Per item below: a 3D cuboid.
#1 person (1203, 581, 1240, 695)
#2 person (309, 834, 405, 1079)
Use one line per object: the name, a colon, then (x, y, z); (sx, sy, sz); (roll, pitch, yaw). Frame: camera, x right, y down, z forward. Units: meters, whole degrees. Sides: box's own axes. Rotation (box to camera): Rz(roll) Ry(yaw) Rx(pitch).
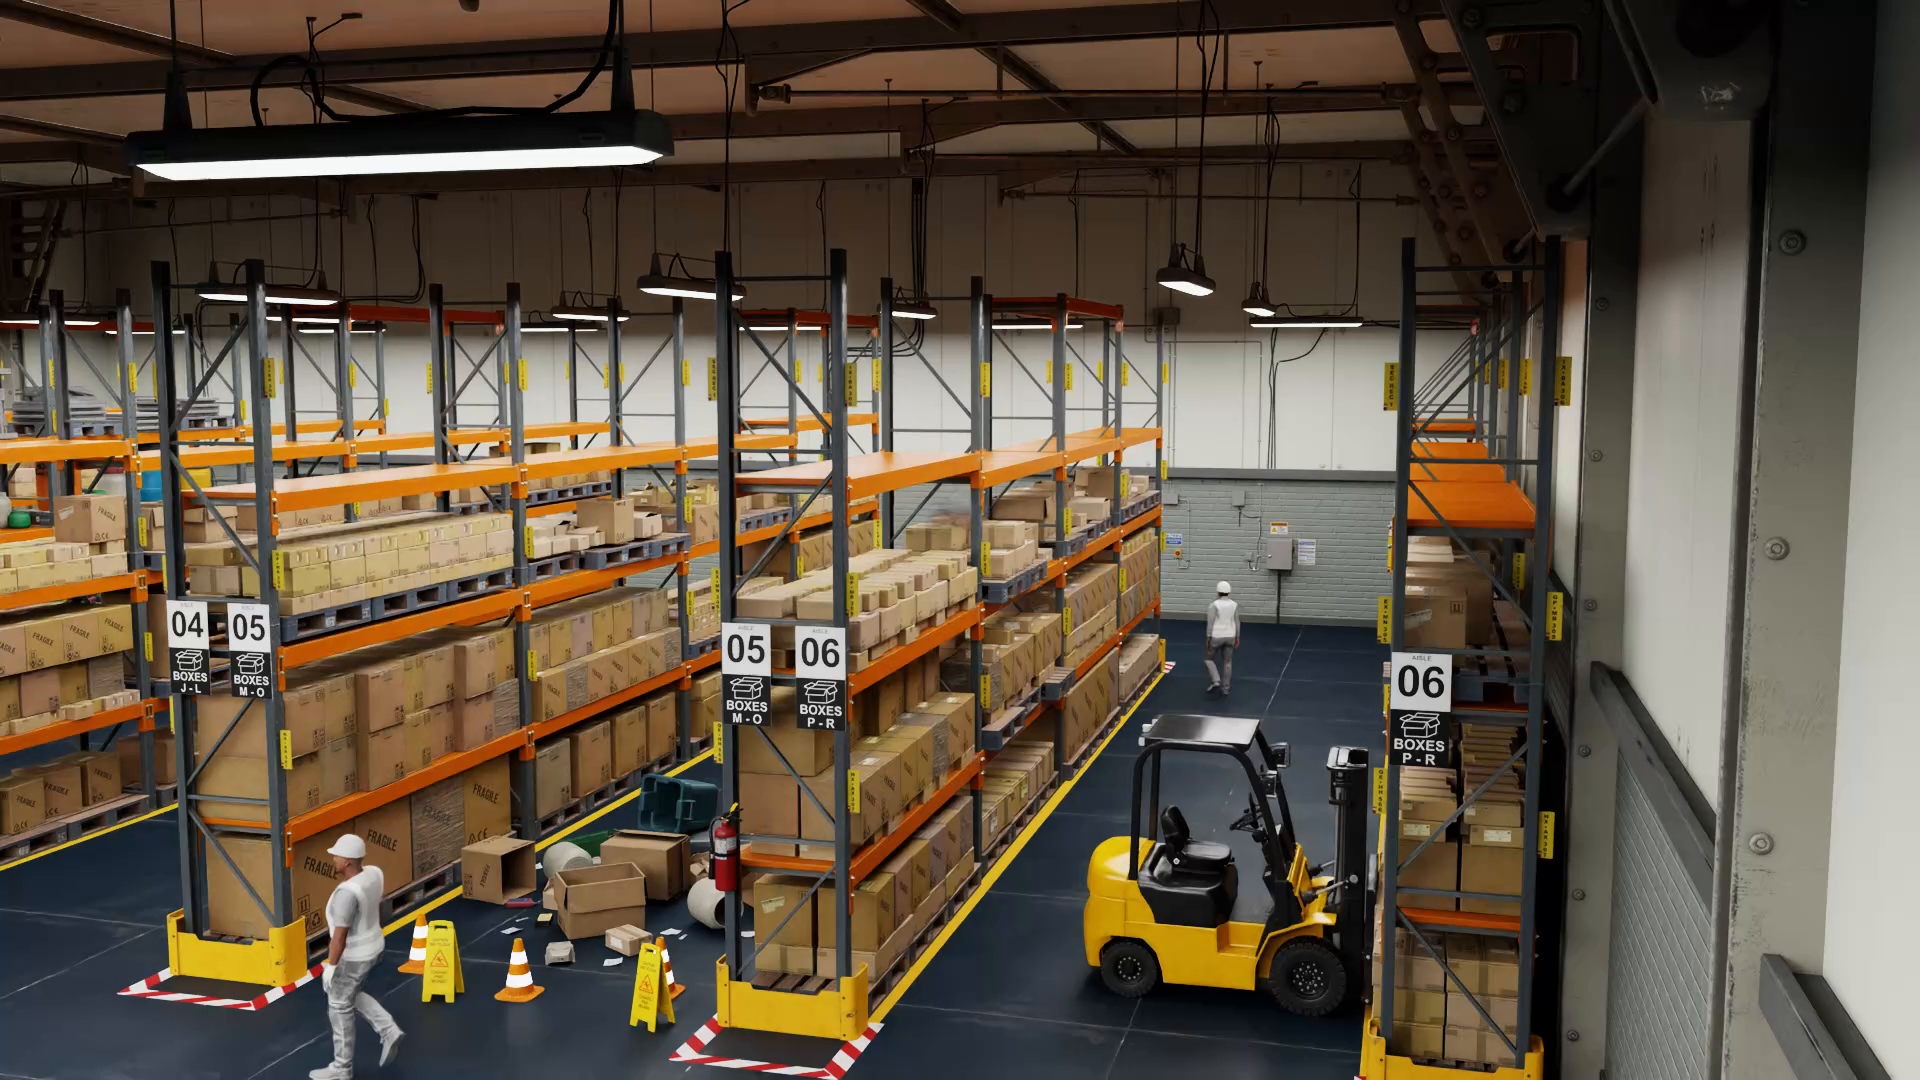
person: (4.116, 1.529, 26.040); (0.569, 1.774, 0.454); (-2, 6, -14)
person: (-4.382, 3.000, 12.029); (0.626, 1.782, 0.623); (0, 6, 3)
